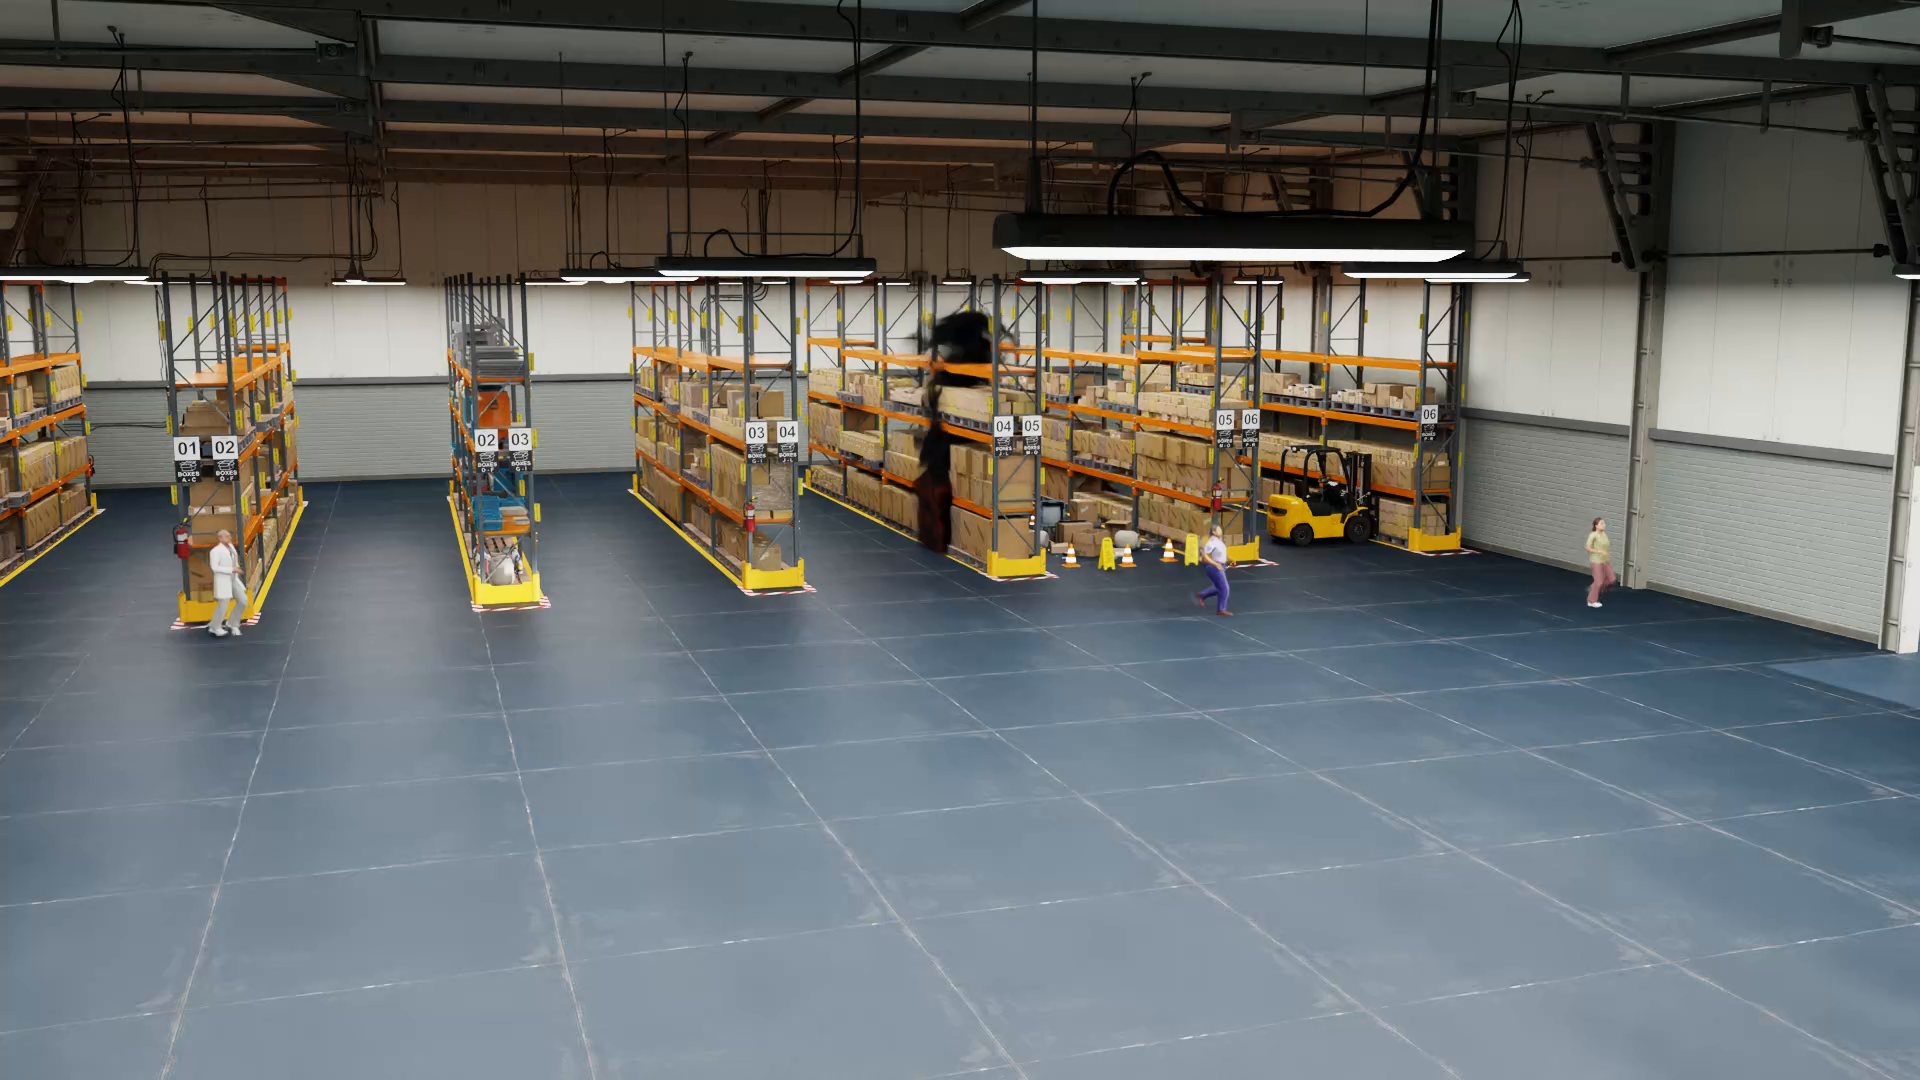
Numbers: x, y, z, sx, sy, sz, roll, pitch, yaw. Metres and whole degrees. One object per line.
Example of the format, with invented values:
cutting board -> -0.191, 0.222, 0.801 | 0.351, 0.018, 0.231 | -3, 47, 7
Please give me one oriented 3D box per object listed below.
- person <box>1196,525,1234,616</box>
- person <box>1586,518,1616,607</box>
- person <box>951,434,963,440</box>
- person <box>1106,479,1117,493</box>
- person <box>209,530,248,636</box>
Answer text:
person -> 4.492, 0.528, 29.325 | 0.707, 1.592, 0.615 | 4, 9, 25
person -> 11.547, 0.406, 29.946 | 0.571, 1.626, 0.534 | -5, 10, -28
person -> -0.025, -2.844, 51.194 | 0.682, 1.759, 0.689 | -1, 9, -4
person -> 4.070, -1.995, 45.177 | 0.704, 1.761, 1.049 | -3, 9, -21
person -> -12.098, 0.734, 27.503 | 0.782, 1.828, 0.731 | 3, 9, 17
